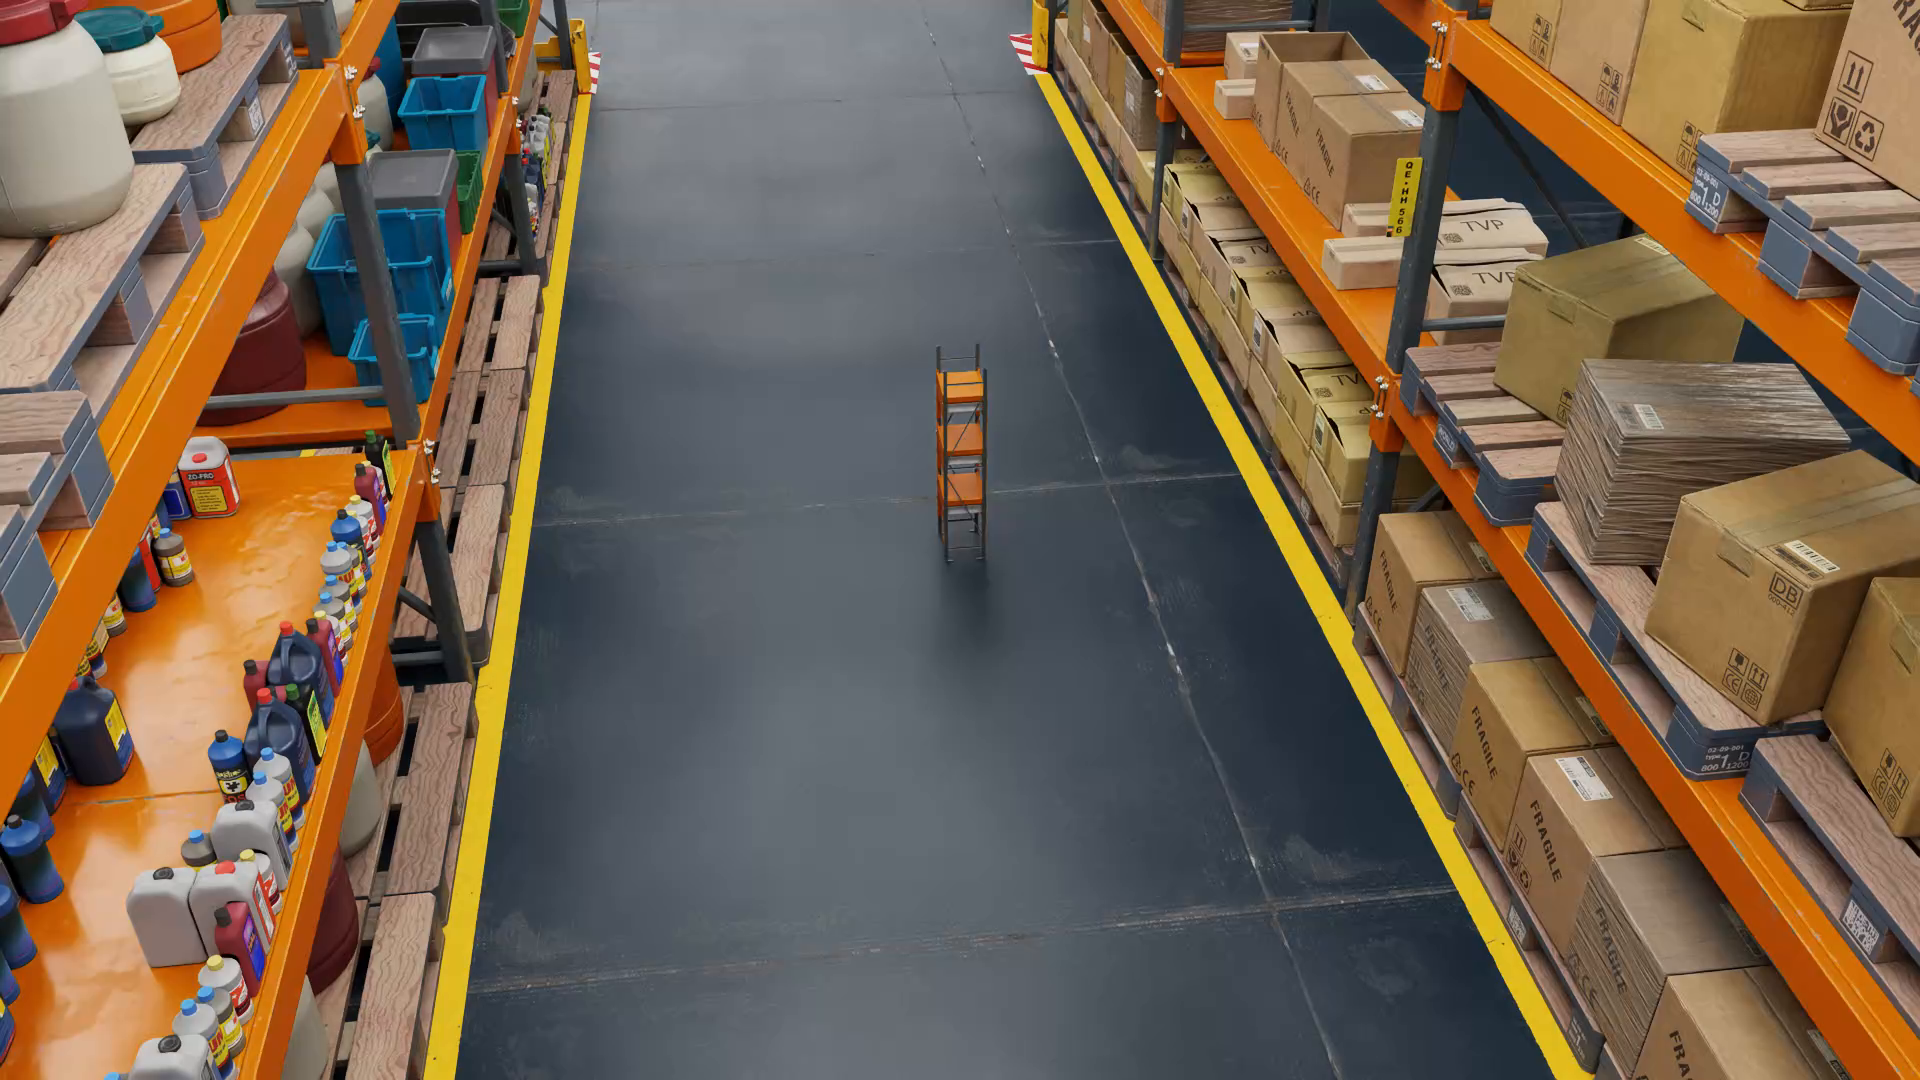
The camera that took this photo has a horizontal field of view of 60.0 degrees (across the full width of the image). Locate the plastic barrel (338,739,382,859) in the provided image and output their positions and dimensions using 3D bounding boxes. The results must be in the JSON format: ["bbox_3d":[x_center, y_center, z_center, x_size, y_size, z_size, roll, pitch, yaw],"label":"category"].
[{"bbox_3d":[-2.369,0.900,6.102,0.421,0.512,0.421,0,34,0],"label":"plastic barrel"}]

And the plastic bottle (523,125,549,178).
[{"bbox_3d":[-2.934,-2.678,11.478,0.144,0.351,0.185,-5,35,-7],"label":"plastic bottle"}]

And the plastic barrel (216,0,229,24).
[{"bbox_3d":[-2.700,-1.844,5.766,0.294,0.245,0.294,0,34,0],"label":"plastic barrel"}]

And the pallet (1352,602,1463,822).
[{"bbox_3d":[2.356,0.664,7.088,1.003,0.211,1.213,-4,35,-6],"label":"pallet"}]

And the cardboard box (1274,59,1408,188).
[{"bbox_3d":[1.980,-2.178,8.693,0.500,0.500,0.500,-4,35,-6],"label":"cardboard box"}]

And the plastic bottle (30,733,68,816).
[{"bbox_3d":[-2.674,0.615,4.728,0.144,0.351,0.185,-4,35,-6],"label":"plastic bottle"}]

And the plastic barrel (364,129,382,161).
[{"bbox_3d":[-3.128,-1.959,8.584,0.301,0.262,0.301,0,34,0],"label":"plastic barrel"}]

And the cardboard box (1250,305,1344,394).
[{"bbox_3d":[1.837,-1.022,8.656,0.500,0.311,0.500,-5,35,-7],"label":"cardboard box"}]

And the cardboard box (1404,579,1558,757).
[{"bbox_3d":[2.147,0.511,6.666,0.500,0.500,0.500,-6,35,-8],"label":"cardboard box"}]

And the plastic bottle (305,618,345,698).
[{"bbox_3d":[-1.985,0.345,5.184,0.061,0.283,0.133,-4,35,-6],"label":"plastic bottle"}]

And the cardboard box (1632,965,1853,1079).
[{"bbox_3d":[2.422,1.646,5.001,0.500,0.500,0.500,-4,35,-6],"label":"cardboard box"}]

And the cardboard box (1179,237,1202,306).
[{"bbox_3d":[1.631,-1.648,10.073,0.500,0.250,0.500,-4,34,-5],"label":"cardboard box"}]

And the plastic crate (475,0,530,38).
[{"bbox_3d":[-3.057,-3.458,10.849,0.450,0.188,0.662,-4,35,-6],"label":"plastic crate"}]

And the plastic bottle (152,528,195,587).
[{"bbox_3d":[-2.695,0.052,5.687,0.097,0.201,0.097,0,34,0],"label":"plastic bottle"}]

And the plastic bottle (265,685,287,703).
[{"bbox_3d":[-2.003,0.527,4.917,0.061,0.283,0.133,-4,35,-6],"label":"plastic bottle"}]

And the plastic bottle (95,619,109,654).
[{"bbox_3d":[-2.812,0.245,5.331,0.061,0.283,0.133,-4,35,-6],"label":"plastic bottle"}]

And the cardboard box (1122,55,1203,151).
[{"bbox_3d":[1.420,-3.009,11.405,0.500,0.500,0.500,-4,35,-6],"label":"cardboard box"}]

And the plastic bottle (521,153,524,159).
[{"bbox_3d":[-2.933,-2.487,11.269,0.097,0.271,0.097,0,34,0],"label":"plastic bottle"}]

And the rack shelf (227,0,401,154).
[{"bbox_3d":[-2.885,-2.593,7.366,1.077,0.370,4.000,-4,35,-6],"label":"rack shelf"}]

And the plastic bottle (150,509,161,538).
[{"bbox_3d":[-2.876,-0.065,5.859,0.097,0.201,0.097,0,34,0],"label":"plastic bottle"}]

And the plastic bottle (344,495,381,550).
[{"bbox_3d":[-2.110,-0.064,5.857,0.097,0.201,0.097,0,34,0],"label":"plastic bottle"}]

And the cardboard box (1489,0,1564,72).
[{"bbox_3d":[2.385,-1.948,5.692,0.910,0.500,0.500,-4,35,-6],"label":"cardboard box"}]

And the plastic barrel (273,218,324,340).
[{"bbox_3d":[-2.966,-1.139,7.158,0.421,0.512,0.421,0,34,0],"label":"plastic barrel"}]

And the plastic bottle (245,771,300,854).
[{"bbox_3d":[-1.907,0.751,4.599,0.097,0.271,0.097,0,34,0],"label":"plastic bottle"}]

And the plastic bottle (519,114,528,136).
[{"bbox_3d":[-3.109,-2.915,11.886,0.061,0.283,0.133,-4,35,-6],"label":"plastic bottle"}]

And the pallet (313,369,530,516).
[{"bbox_3d":[-2.842,-0.497,8.791,1.003,0.211,1.213,-4,35,-6],"label":"pallet"}]

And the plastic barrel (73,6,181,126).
[{"bbox_3d":[-2.326,-1.303,4.585,0.301,0.262,0.301,0,34,0],"label":"plastic barrel"}]

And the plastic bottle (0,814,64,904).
[{"bbox_3d":[-2.496,0.846,4.460,0.097,0.271,0.097,0,34,0],"label":"plastic bottle"}]

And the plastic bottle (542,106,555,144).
[{"bbox_3d":[-2.977,-3.003,12.014,0.061,0.283,0.133,-4,34,-5],"label":"plastic bottle"}]

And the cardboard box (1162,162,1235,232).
[{"bbox_3d":[1.564,-2.159,10.326,0.500,0.311,0.500,-4,35,-6],"label":"cardboard box"}]

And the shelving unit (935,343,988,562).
[{"bbox_3d":[0.007,-0.404,7.911,0.215,1.050,0.252,-4,35,-6],"label":"shelving unit"}]

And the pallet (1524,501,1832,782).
[{"bbox_3d":[2.559,0.257,5.380,1.003,0.211,1.213,-4,35,-6],"label":"pallet"}]

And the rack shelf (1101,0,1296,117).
[{"bbox_3d":[1.486,-3.959,12.034,1.077,0.370,4.000,-4,35,-6],"label":"rack shelf"}]

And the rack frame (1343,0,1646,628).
[{"bbox_3d":[2.293,-0.908,6.918,1.000,3.000,0.127,-4,35,-6],"label":"rack frame"}]

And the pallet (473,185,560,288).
[{"bbox_3d":[-3.203,-1.992,10.986,1.003,0.211,1.213,-4,35,-6],"label":"pallet"}]

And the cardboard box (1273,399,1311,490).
[{"bbox_3d":[1.908,-0.507,8.400,0.500,0.250,0.500,-5,35,-7],"label":"cardboard box"}]

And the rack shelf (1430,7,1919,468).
[{"bbox_3d":[2.562,-0.734,4.638,1.077,0.370,4.000,-4,35,-6],"label":"rack shelf"}]

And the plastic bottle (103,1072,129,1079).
[{"bbox_3d":[-1.933,1.308,3.843,0.097,0.201,0.097,0,34,0],"label":"plastic bottle"}]

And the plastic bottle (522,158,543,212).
[{"bbox_3d":[-2.851,-2.336,10.975,0.144,0.351,0.185,-3,34,-5],"label":"plastic bottle"}]

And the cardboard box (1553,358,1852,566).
[{"bbox_3d":[2.423,-0.255,5.499,0.700,0.500,0.500,2,34,3],"label":"cardboard box"}]

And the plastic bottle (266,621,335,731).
[{"bbox_3d":[-2.005,0.409,5.030,0.144,0.351,0.185,-4,35,-6],"label":"plastic bottle"}]

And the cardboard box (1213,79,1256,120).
[{"bbox_3d":[1.672,-2.526,9.516,0.380,0.149,0.250,-4,35,-6],"label":"cardboard box"}]

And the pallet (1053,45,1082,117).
[{"bbox_3d":[1.361,-3.796,13.633,1.003,0.211,1.213,-4,35,-6],"label":"pallet"}]

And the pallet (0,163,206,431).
[{"bbox_3d":[-2.436,-0.527,3.863,1.003,0.211,1.213,-4,35,-6],"label":"pallet"}]

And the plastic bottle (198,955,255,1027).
[{"bbox_3d":[-1.827,1.113,4.130,0.097,0.201,0.097,0,34,0],"label":"plastic bottle"}]

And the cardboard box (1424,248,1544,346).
[{"bbox_3d":[2.287,-1.077,7.246,0.500,0.311,0.500,-2,34,-3],"label":"cardboard box"}]

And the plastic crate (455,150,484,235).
[{"bbox_3d":[-2.640,-1.729,8.311,0.450,0.188,0.662,-4,35,-6],"label":"plastic crate"}]

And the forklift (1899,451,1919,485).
[{"bbox_3d":[4.876,-0.830,6.865,1.130,2.935,3.031,9,35,13],"label":"forklift"}]

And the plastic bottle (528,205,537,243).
[{"bbox_3d":[-2.762,-2.032,10.600,0.097,0.271,0.097,0,34,0],"label":"plastic bottle"}]

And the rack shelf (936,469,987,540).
[{"bbox_3d":[0.007,-0.166,8.073,0.215,0.259,0.240,-4,35,-6],"label":"rack shelf"}]

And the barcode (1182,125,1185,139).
[{"bbox_3d":[1.377,-2.511,10.248,0.001,0.075,0.075,-4,35,-6],"label":"barcode"}]

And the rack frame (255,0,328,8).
[{"bbox_3d":[-2.616,-3.014,4.681,1.000,3.000,0.127,-4,35,-6],"label":"rack frame"}]

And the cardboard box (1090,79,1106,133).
[{"bbox_3d":[1.269,-3.256,12.433,0.500,0.250,0.500,-4,35,-6],"label":"cardboard box"}]

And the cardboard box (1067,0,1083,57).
[{"bbox_3d":[1.138,-4.124,13.041,0.500,0.500,0.500,-4,35,-6],"label":"cardboard box"}]
